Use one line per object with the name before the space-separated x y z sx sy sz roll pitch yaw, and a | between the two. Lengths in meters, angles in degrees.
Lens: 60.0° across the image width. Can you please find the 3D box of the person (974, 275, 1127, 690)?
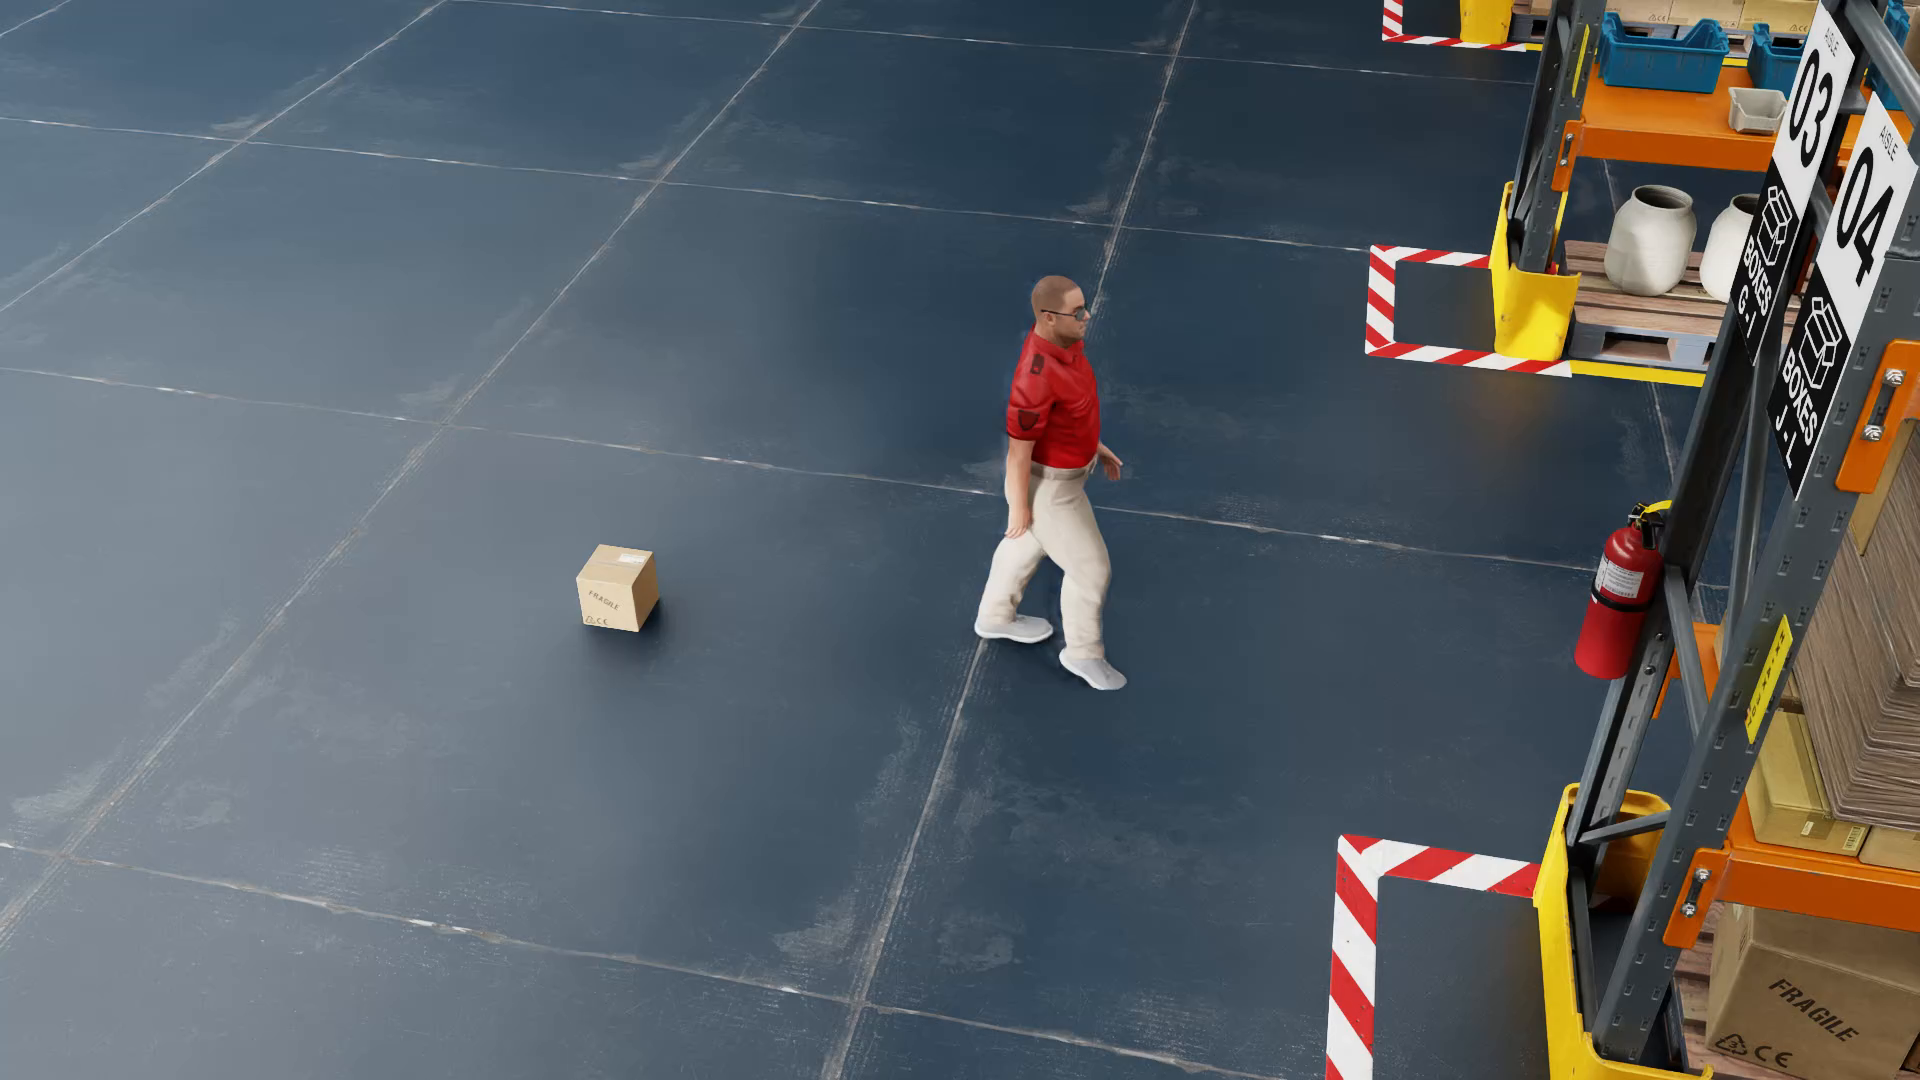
person | 0.391 -0.208 6.481 0.663 1.793 0.547 5 37 6
